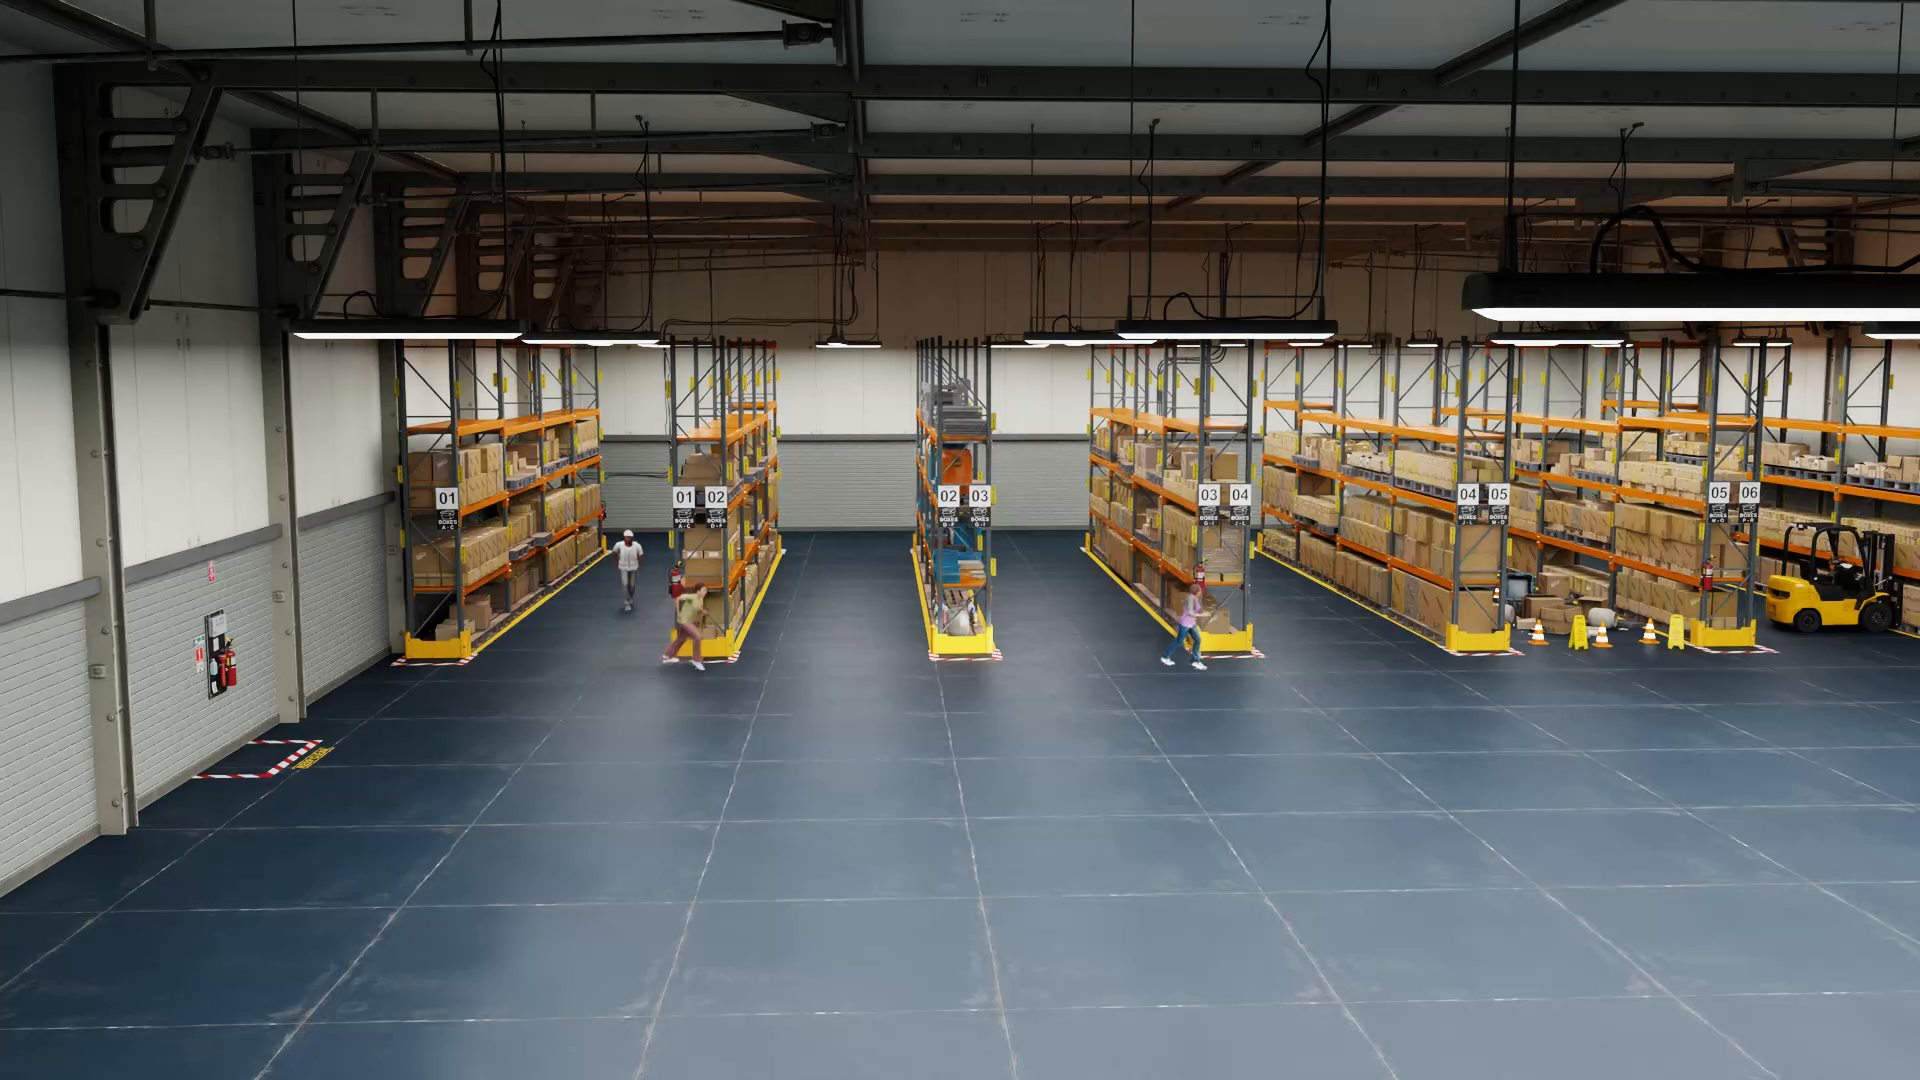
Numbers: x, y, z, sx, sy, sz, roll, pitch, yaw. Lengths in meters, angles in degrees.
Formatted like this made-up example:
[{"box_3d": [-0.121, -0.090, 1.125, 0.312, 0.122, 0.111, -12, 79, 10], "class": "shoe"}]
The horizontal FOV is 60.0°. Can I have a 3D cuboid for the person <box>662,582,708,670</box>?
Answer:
[{"box_3d": [-4.994, 1.553, 30.078, 0.944, 1.622, 0.621, 3, 7, 23], "class": "person"}]

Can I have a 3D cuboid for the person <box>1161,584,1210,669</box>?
[{"box_3d": [4.072, 1.548, 29.948, 0.904, 1.566, 0.540, 3, 7, 25], "class": "person"}]

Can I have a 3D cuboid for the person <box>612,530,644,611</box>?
[{"box_3d": [-7.366, 0.646, 36.971, 0.660, 1.760, 0.972, -2, 7, -18], "class": "person"}]

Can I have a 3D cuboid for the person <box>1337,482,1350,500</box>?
[{"box_3d": [11.575, -0.900, 50.300, 0.976, 1.764, 0.690, -3, 7, -22], "class": "person"}]

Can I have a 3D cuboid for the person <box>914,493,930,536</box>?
[{"box_3d": [-0.940, -0.847, 50.520, 0.672, 1.663, 0.660, 5, 8, 36], "class": "person"}]
